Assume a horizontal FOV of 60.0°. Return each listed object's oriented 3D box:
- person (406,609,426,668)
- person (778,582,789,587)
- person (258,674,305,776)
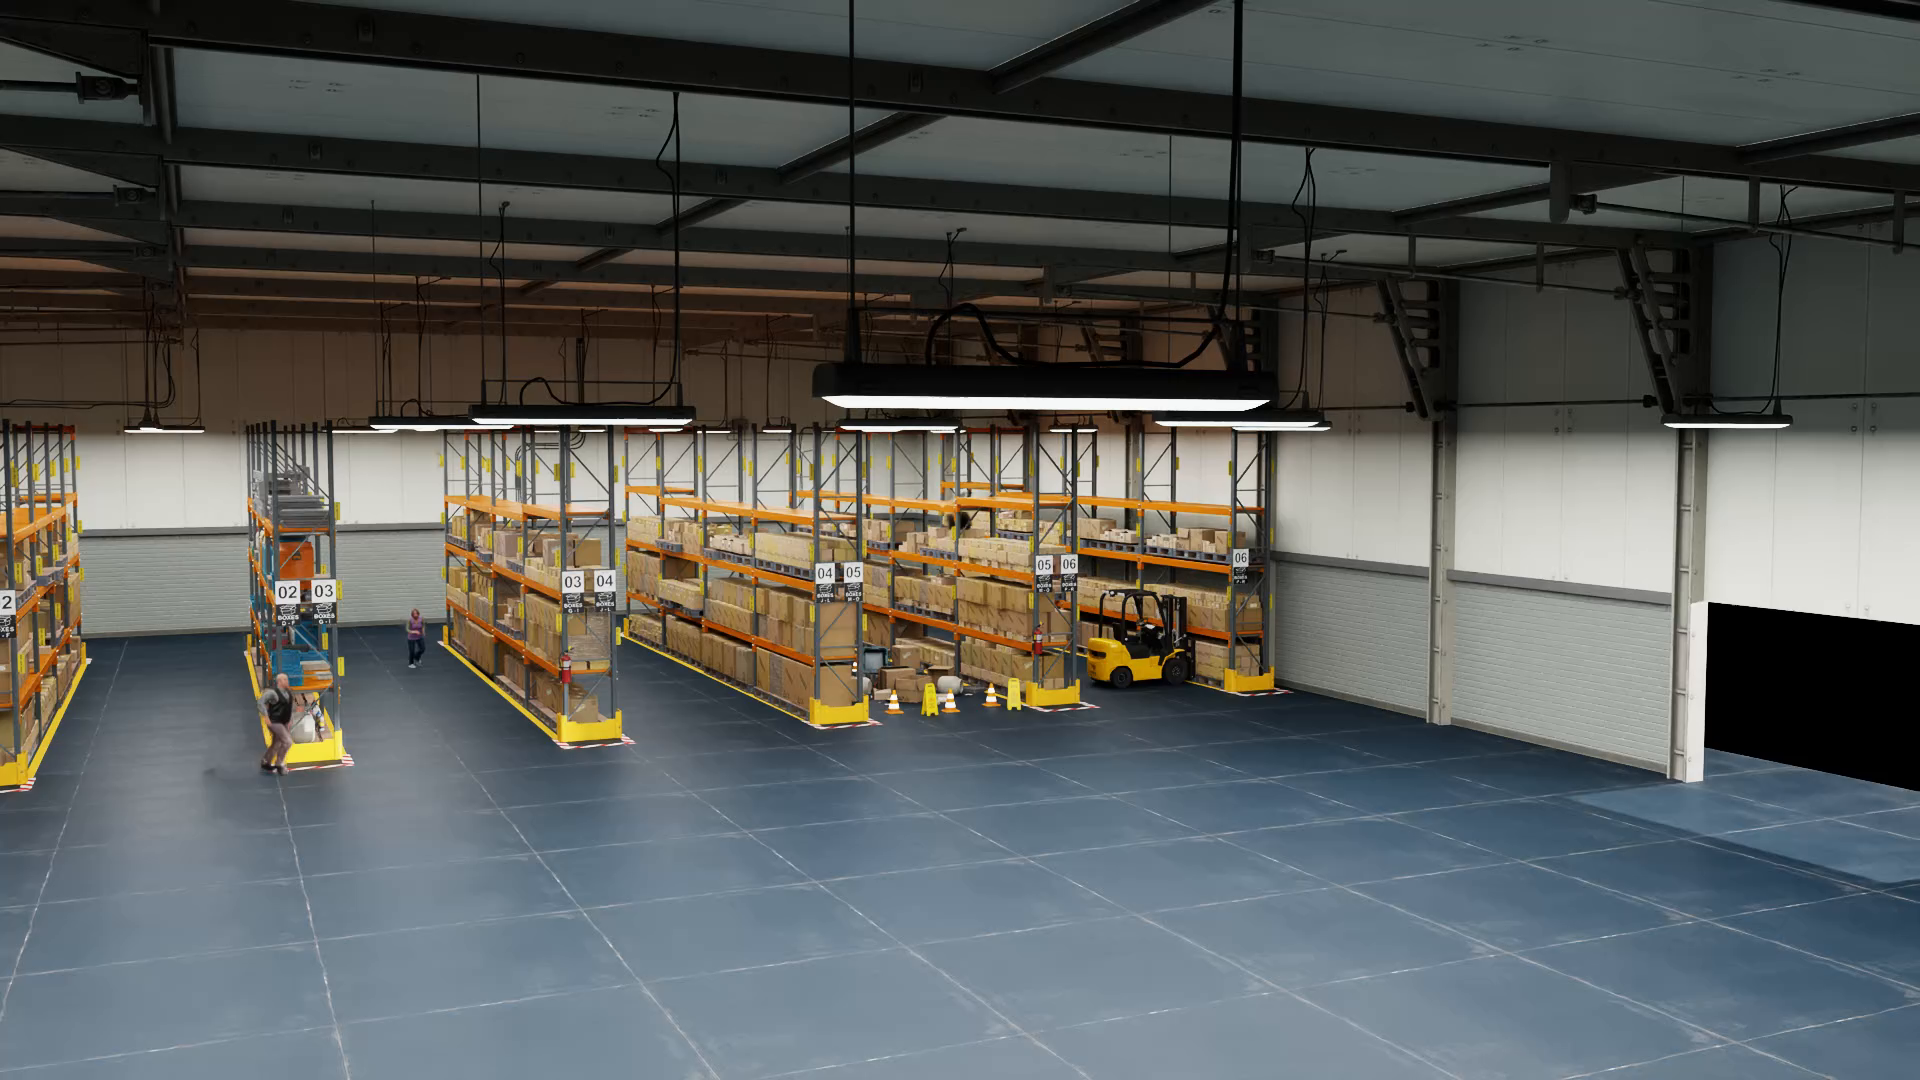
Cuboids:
[{"bbox_3d":[-13.357,2.424,40.826,0.544,1.494,0.800,-3,4,-36],"label":"person"},{"bbox_3d":[-5.237,1.690,50.863,0.815,1.733,0.661,-2,4,-33],"label":"person"},{"bbox_3d":[-11.518,3.134,28.132,0.829,1.756,0.605,1,4,10],"label":"person"}]
